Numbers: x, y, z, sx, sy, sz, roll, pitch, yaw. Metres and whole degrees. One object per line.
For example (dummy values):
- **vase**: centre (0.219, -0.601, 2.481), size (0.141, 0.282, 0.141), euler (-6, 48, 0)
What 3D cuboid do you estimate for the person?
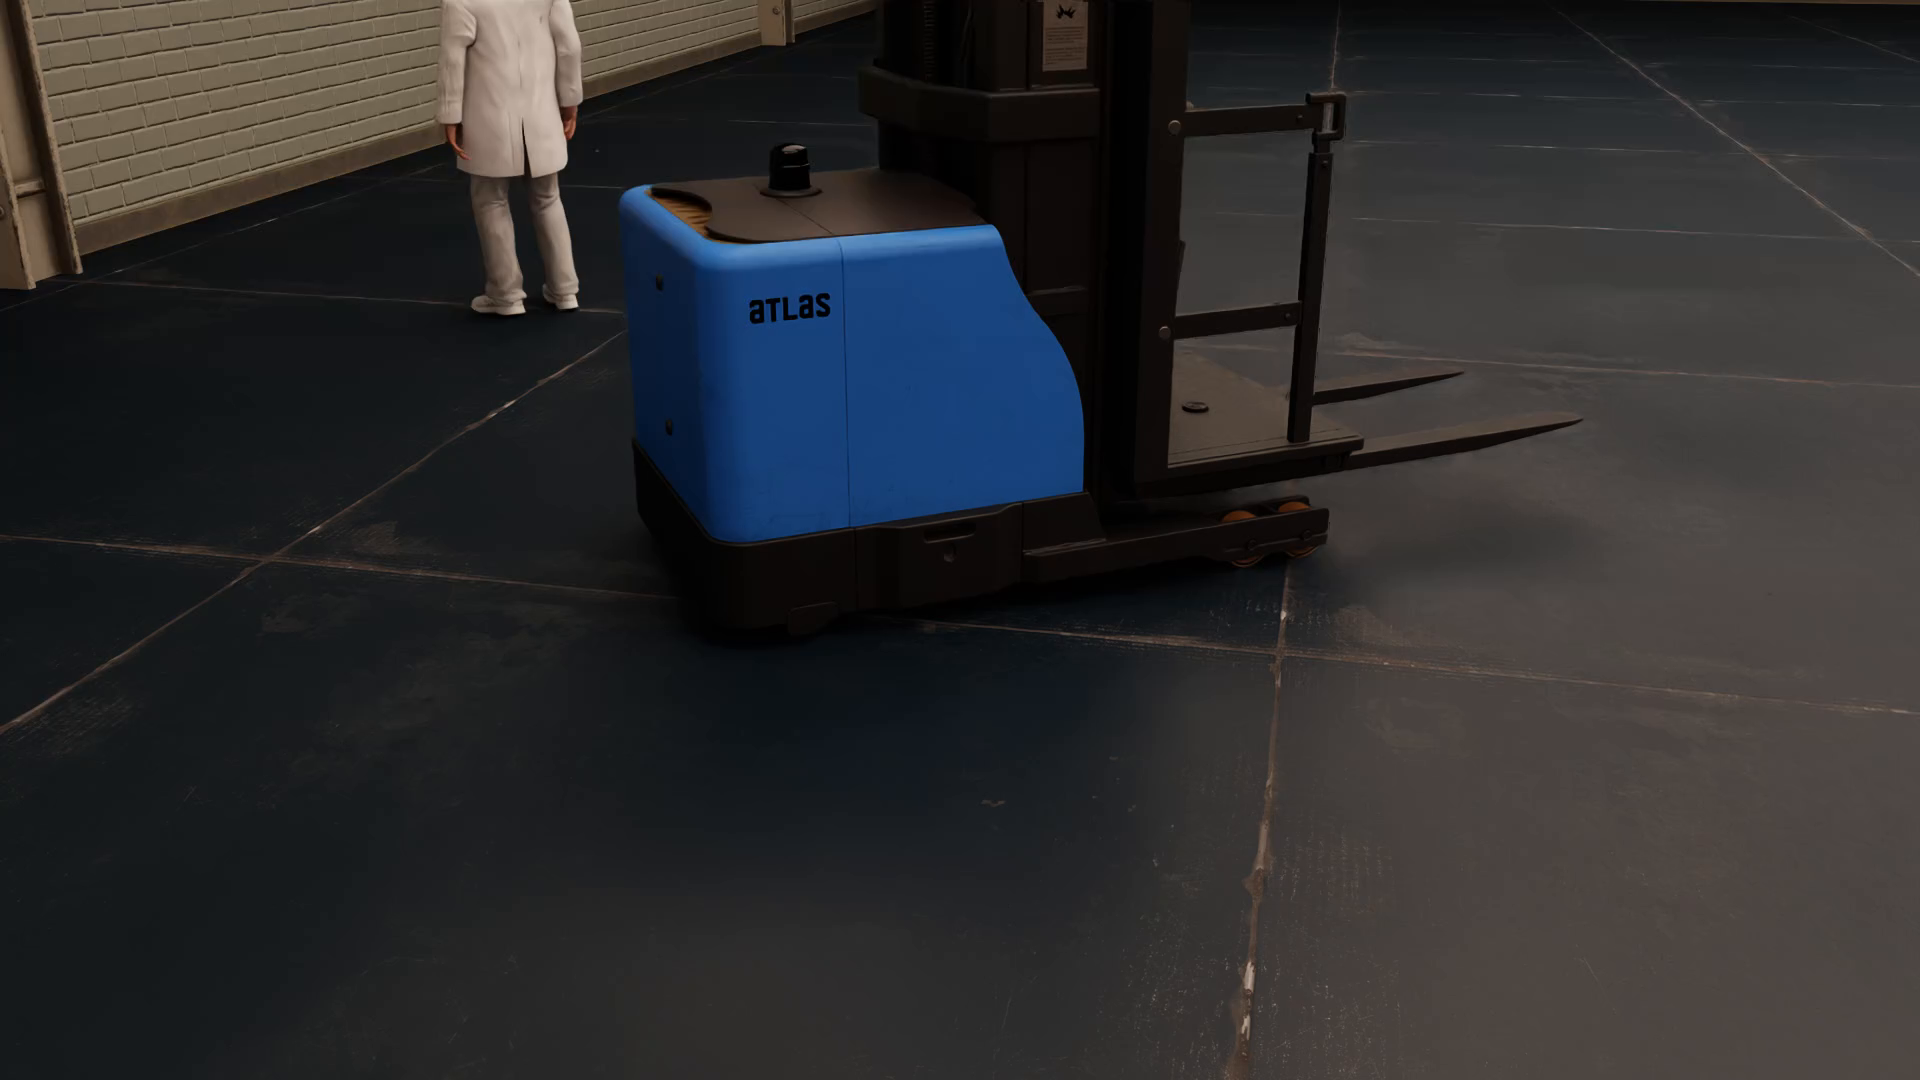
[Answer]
- **person**: centre (-2.026, -1.887, 7.442), size (0.683, 1.793, 0.494), euler (-14, 26, -31)

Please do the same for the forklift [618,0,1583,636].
- **forklift**: centre (0.561, -1.448, 4.819), size (3.031, 2.935, 1.130), euler (-9, 24, -21)
